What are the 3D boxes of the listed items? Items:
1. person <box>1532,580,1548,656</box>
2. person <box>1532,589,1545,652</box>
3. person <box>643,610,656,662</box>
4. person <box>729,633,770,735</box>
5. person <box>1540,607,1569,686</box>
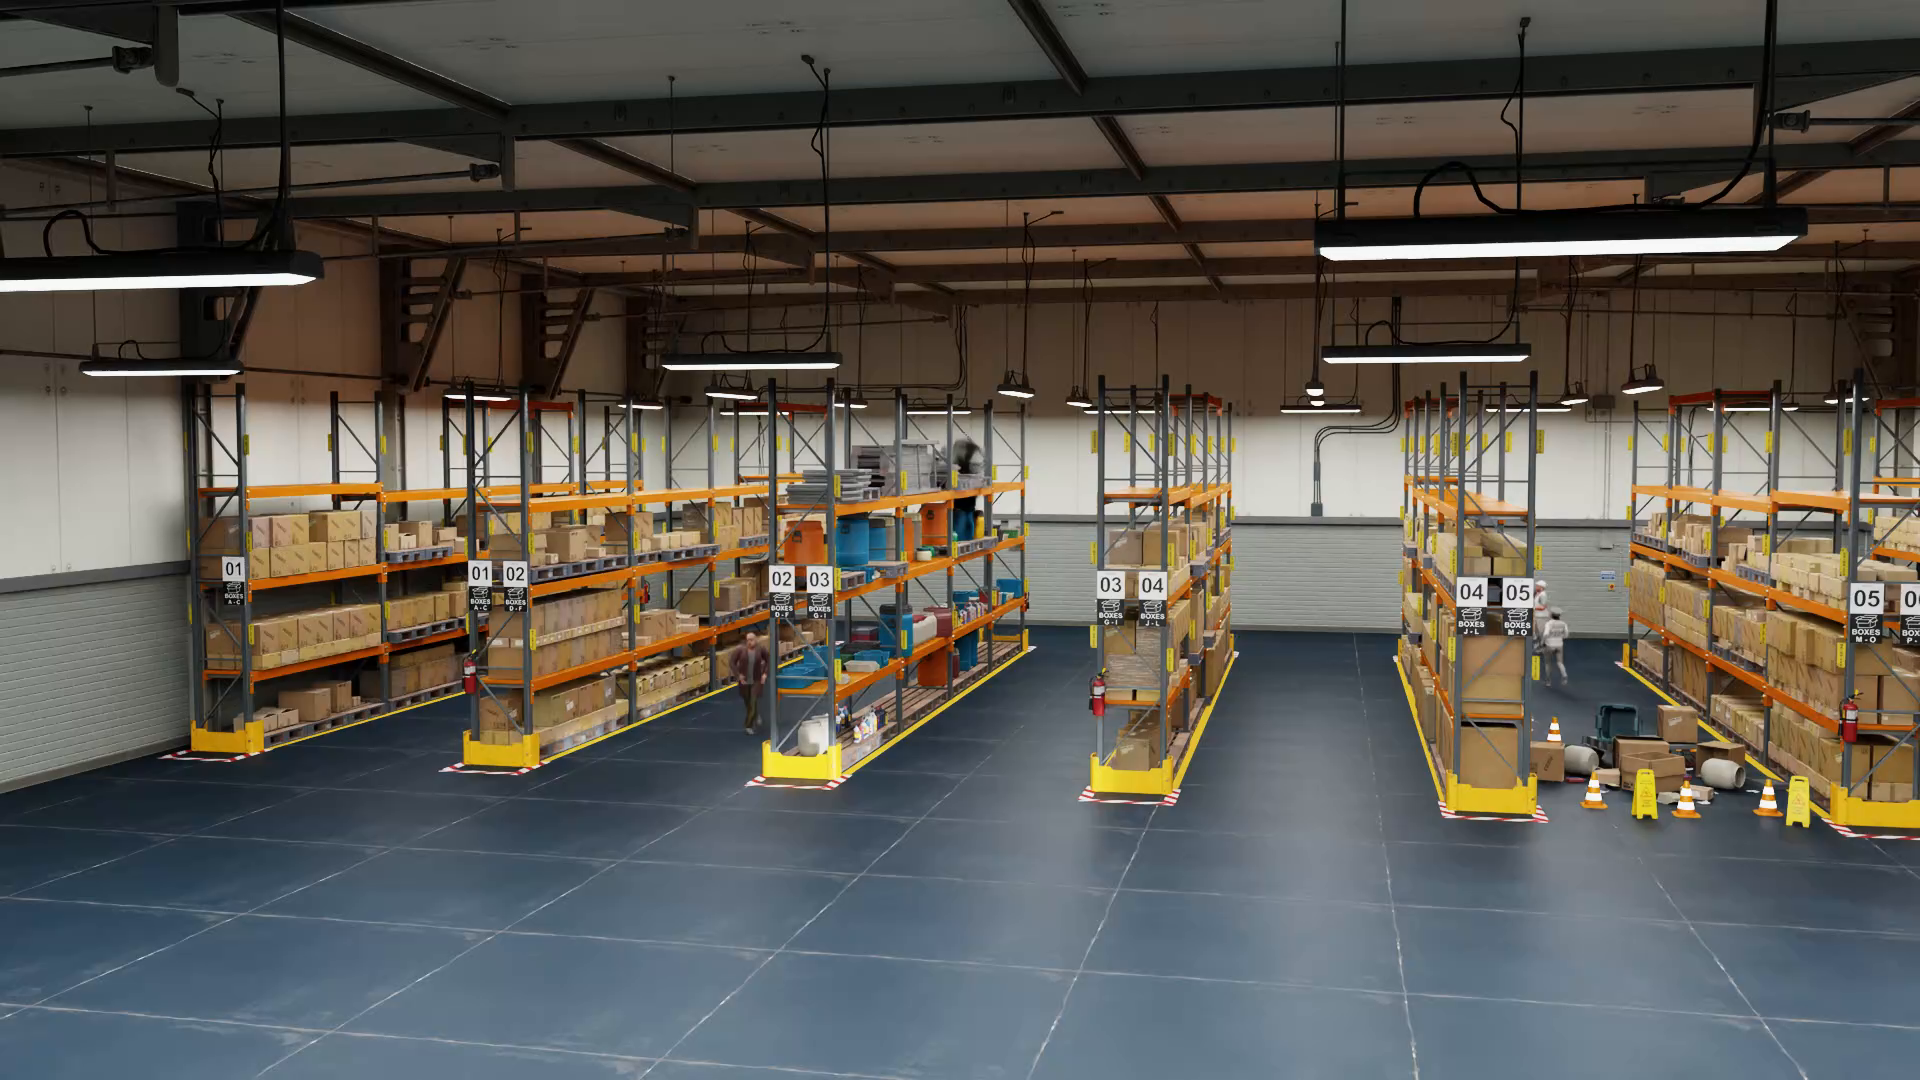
[{"bbox_3d":[13.741,1.862,39.448,0.734,1.818,0.637,0,3,1],"label":"person"},{"bbox_3d":[13.816,1.942,40.036,0.696,1.545,0.458,-1,3,-12],"label":"person"},{"bbox_3d":[-6.642,2.235,35.578,0.585,1.545,0.904,0,3,5],"label":"person"},{"bbox_3d":[-3.653,2.481,29.061,0.708,1.763,0.808,0,3,-1],"label":"person"},{"bbox_3d":[12.219,2.202,34.172,0.608,1.665,0.870,0,3,-2],"label":"person"}]
